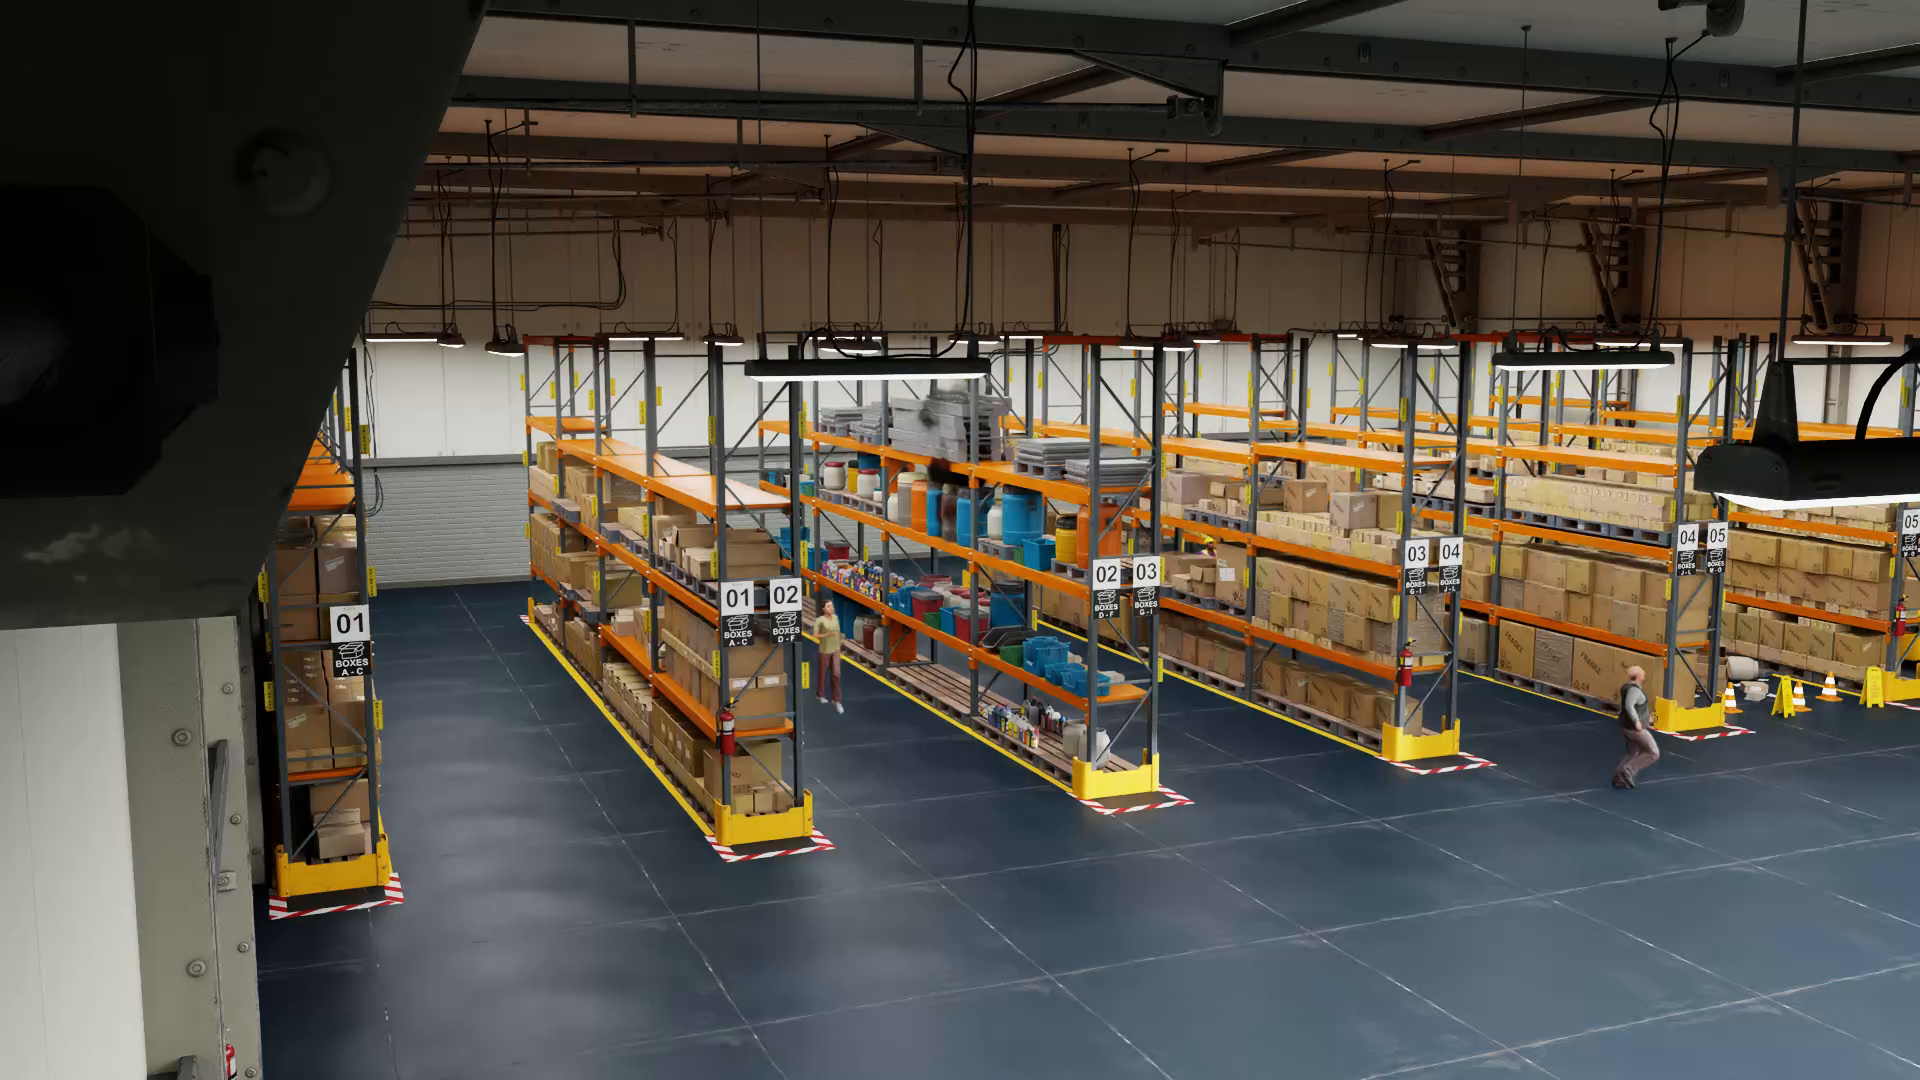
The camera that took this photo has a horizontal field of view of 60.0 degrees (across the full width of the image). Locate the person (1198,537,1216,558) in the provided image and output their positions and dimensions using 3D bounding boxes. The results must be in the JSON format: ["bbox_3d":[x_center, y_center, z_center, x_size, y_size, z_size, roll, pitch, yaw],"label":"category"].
[{"bbox_3d":[5.308,0.784,35.335,0.696,1.718,0.605,-4,9,-28],"label":"person"}]

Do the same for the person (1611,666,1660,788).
[{"bbox_3d":[9.106,2.527,22.381,0.572,1.683,0.660,1,8,5],"label":"person"}]

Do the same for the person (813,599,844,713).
[{"bbox_3d":[-2.042,1.789,25.893,0.559,1.766,0.673,-4,9,-30],"label":"person"}]
